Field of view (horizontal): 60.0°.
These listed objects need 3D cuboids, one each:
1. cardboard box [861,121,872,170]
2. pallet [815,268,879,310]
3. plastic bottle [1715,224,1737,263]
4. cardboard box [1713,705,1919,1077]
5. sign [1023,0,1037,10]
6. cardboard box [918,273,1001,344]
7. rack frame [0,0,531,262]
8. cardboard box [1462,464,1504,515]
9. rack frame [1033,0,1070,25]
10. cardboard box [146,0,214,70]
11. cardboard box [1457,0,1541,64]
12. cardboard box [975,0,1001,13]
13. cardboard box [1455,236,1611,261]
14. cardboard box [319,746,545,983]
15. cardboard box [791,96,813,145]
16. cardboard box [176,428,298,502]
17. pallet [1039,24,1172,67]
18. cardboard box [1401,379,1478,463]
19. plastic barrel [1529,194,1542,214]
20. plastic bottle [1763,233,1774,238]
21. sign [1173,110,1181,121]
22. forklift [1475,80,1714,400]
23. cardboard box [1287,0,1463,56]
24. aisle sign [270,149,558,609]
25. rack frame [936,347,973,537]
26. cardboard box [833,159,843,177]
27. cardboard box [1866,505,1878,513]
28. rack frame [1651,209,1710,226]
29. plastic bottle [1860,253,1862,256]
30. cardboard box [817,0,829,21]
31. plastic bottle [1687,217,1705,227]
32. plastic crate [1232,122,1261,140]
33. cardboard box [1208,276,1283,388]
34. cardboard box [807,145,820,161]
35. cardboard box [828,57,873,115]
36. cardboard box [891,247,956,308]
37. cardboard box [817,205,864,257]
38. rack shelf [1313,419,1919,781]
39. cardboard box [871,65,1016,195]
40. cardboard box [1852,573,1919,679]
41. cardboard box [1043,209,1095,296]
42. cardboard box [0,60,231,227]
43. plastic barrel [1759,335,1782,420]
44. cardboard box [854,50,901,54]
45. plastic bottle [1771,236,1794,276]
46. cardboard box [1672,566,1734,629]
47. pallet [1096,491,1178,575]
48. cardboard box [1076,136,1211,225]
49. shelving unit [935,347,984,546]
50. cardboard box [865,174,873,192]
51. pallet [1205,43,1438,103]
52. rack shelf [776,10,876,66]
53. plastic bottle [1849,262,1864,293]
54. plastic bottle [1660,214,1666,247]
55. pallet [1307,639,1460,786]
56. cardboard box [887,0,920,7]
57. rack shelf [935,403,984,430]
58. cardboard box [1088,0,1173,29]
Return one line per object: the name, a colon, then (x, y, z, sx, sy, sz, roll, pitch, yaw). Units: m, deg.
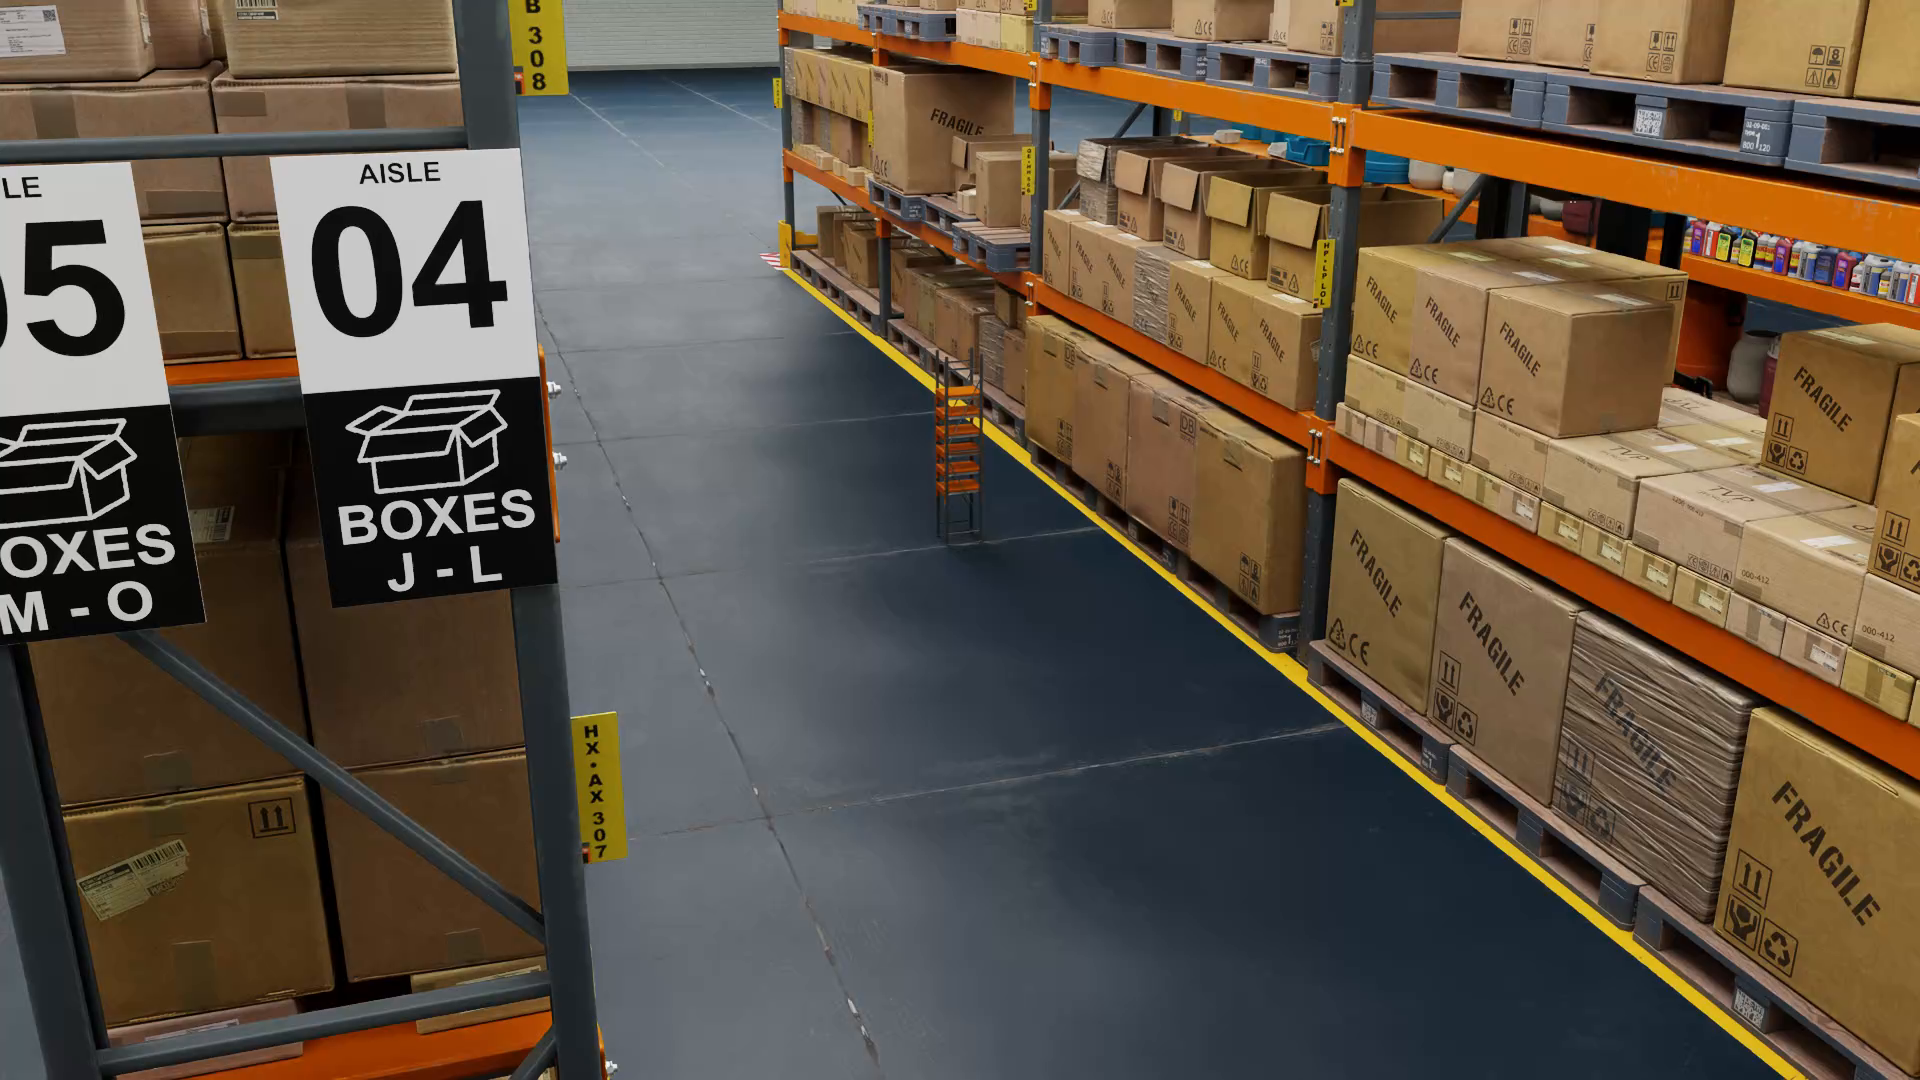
cardboard box: (-0.477, -3.886, 16.209, 0.875, 0.500, 0.500, -6, 21, -17)
pallet: (-0.902, -2.675, 17.552, 1.003, 0.211, 1.213, -6, 21, -17)
plastic bottle: (5.662, -2.202, 12.281, 0.061, 0.283, 0.133, -6, 21, -17)
cardboard box: (3.224, 1.073, 5.514, 0.875, 0.875, 0.875, -6, 21, -17)
sign: (0.471, -3.698, 11.072, 0.100, 0.325, 0.005, -6, 21, -17)
cardboard box: (0.034, -2.060, 14.760, 0.700, 0.500, 0.500, -7, 21, -18)
rack frame: (-1.239, -1.861, 2.287, 1.000, 3.000, 0.127, -6, 21, -17)
cardboard box: (2.352, -0.233, 6.998, 0.380, 0.149, 0.250, -7, 21, -18)
rack frame: (0.987, -4.923, 10.811, 1.000, 3.000, 0.127, -6, 21, -17)
cardboard box: (-1.627, -0.965, 3.120, 0.380, 0.149, 0.250, -6, 21, -16)
cardboard box: (2.547, -2.275, 6.958, 0.700, 0.500, 0.500, -8, 21, -20)
cardboard box: (0.428, -4.084, 12.024, 0.500, 0.500, 0.500, -6, 21, -17)
cardboard box: (2.643, -1.119, 7.768, 0.500, 0.500, 0.500, -6, 21, -16)
cardboard box: (-1.118, 0.602, 3.716, 0.500, 0.500, 0.500, -5, 20, -15)
cardboard box: (-1.381, -4.675, 18.406, 0.875, 0.500, 0.500, -6, 21, -17)
cardboard box: (-1.778, 0.021, 3.853, 0.500, 0.500, 0.500, -7, 21, -19)
pallet: (1.240, -3.222, 10.790, 1.213, 0.211, 1.003, -5, 20, -15)
cardboard box: (2.295, -0.547, 7.283, 0.500, 0.250, 0.500, -6, 21, -17)
plastic barrel: (5.030, -3.121, 14.504, 0.421, 0.512, 0.421, 0, 20, 0)
plastic bottle: (6.294, -2.413, 12.869, 0.061, 0.283, 0.133, -6, 21, -17)
sign: (2.651, -5.266, 20.232, 0.100, 0.325, 0.005, -6, 21, -17)
forklift: (3.396, -1.012, 8.897, 1.130, 2.935, 3.031, -3, 20, -7)
cardboard box: (2.052, -2.658, 8.172, 0.700, 0.500, 0.500, -6, 21, -16)
aisle sign: (-0.931, -0.270, 2.885, 0.394, 0.787, 0.004, -6, 21, -17)
rack frame: (-0.033, -0.599, 10.308, 0.240, 1.200, 0.006, -6, 21, -17)
cardboard box: (-1.074, -3.786, 16.891, 0.380, 0.149, 0.250, -6, 21, -17)
cardboard box: (3.437, 0.049, 5.624, 0.500, 0.250, 0.500, -7, 21, -18)
rack frame: (5.689, -2.626, 13.290, 1.000, 3.000, 0.127, -6, 21, -17)
plastic bottle: (6.580, -2.120, 12.054, 0.061, 0.283, 0.133, -6, 21, -17)
cardboard box: (-1.133, -5.335, 16.618, 0.500, 0.250, 0.500, -6, 21, -16)
plastic bottle: (5.663, -2.411, 12.874, 0.152, 0.276, 0.135, -6, 21, -17)
plastic crate: (3.616, -4.994, 20.104, 0.499, 0.251, 0.616, -6, 21, -17)
cardboard box: (1.689, -1.144, 9.016, 0.500, 0.500, 0.500, -6, 21, -16)
cardboard box: (-1.441, -4.190, 18.016, 0.380, 0.149, 0.250, -6, 21, -17)
cardboard box: (-0.988, -4.477, 16.377, 0.500, 0.500, 0.500, -6, 21, -17)
cardboard box: (-0.358, -2.537, 16.120, 0.500, 0.500, 0.500, -7, 21, -19)
cardboard box: (-1.347, -3.486, 18.761, 0.500, 0.500, 0.500, -3, 20, -7)
rack shelf: (2.873, 0.164, 6.586, 1.077, 0.370, 4.000, -6, 21, -17)
cardboard box: (-0.153, -3.594, 14.475, 1.000, 1.000, 1.000, -6, 21, -17)
cardboard box: (3.097, 0.271, 5.007, 0.500, 0.250, 0.500, -7, 21, -18)
cardboard box: (0.881, -1.962, 11.294, 0.500, 0.500, 0.500, -6, 21, -16)
cardboard box: (-1.625, -0.735, 3.071, 0.500, 0.250, 0.500, -7, 21, -19)
plastic barrel: (6.214, -1.171, 12.186, 0.600, 0.588, 0.708, -6, 21, -17)
cardboard box: (-0.803, -4.854, 17.426, 0.500, 0.500, 0.500, -6, 21, -17)
plastic bottle: (5.838, -2.022, 11.782, 0.061, 0.283, 0.133, -6, 21, -17)
cardboard box: (2.755, 0.179, 5.853, 0.380, 0.149, 0.250, -7, 21, -18)
pallet: (1.543, -0.136, 10.482, 1.003, 0.211, 1.213, -6, 21, -17)
cardboard box: (1.201, -2.383, 10.981, 0.797, 0.503, 0.637, -6, 21, -15)
shelving unit: (-0.005, -0.569, 10.227, 0.258, 1.200, 0.189, -6, 21, -17)
cardboard box: (-0.686, -3.384, 15.773, 0.380, 0.149, 0.250, -6, 21, -17)
pallet: (1.909, -2.427, 8.581, 0.805, 0.209, 1.217, -7, 21, -19)
rack shelf: (-0.899, -5.098, 16.800, 1.077, 0.370, 4.000, -6, 21, -17)
plastic bottle: (6.065, -1.772, 11.207, 0.097, 0.201, 0.097, 0, 20, 0)
plastic bottle: (5.518, -2.394, 12.829, 0.152, 0.276, 0.135, -6, 21, -17)
pallet: (2.409, 0.749, 8.020, 1.003, 0.211, 1.213, -6, 21, -17)
cardboard box: (-0.216, -4.880, 14.354, 0.797, 0.503, 0.637, -7, 21, -20)
rack shelf: (-0.005, -0.753, 10.160, 0.258, 0.103, 0.180, -6, 21, -17)
cardboard box: (1.247, -3.570, 10.706, 0.797, 0.503, 0.637, -5, 20, -14)
